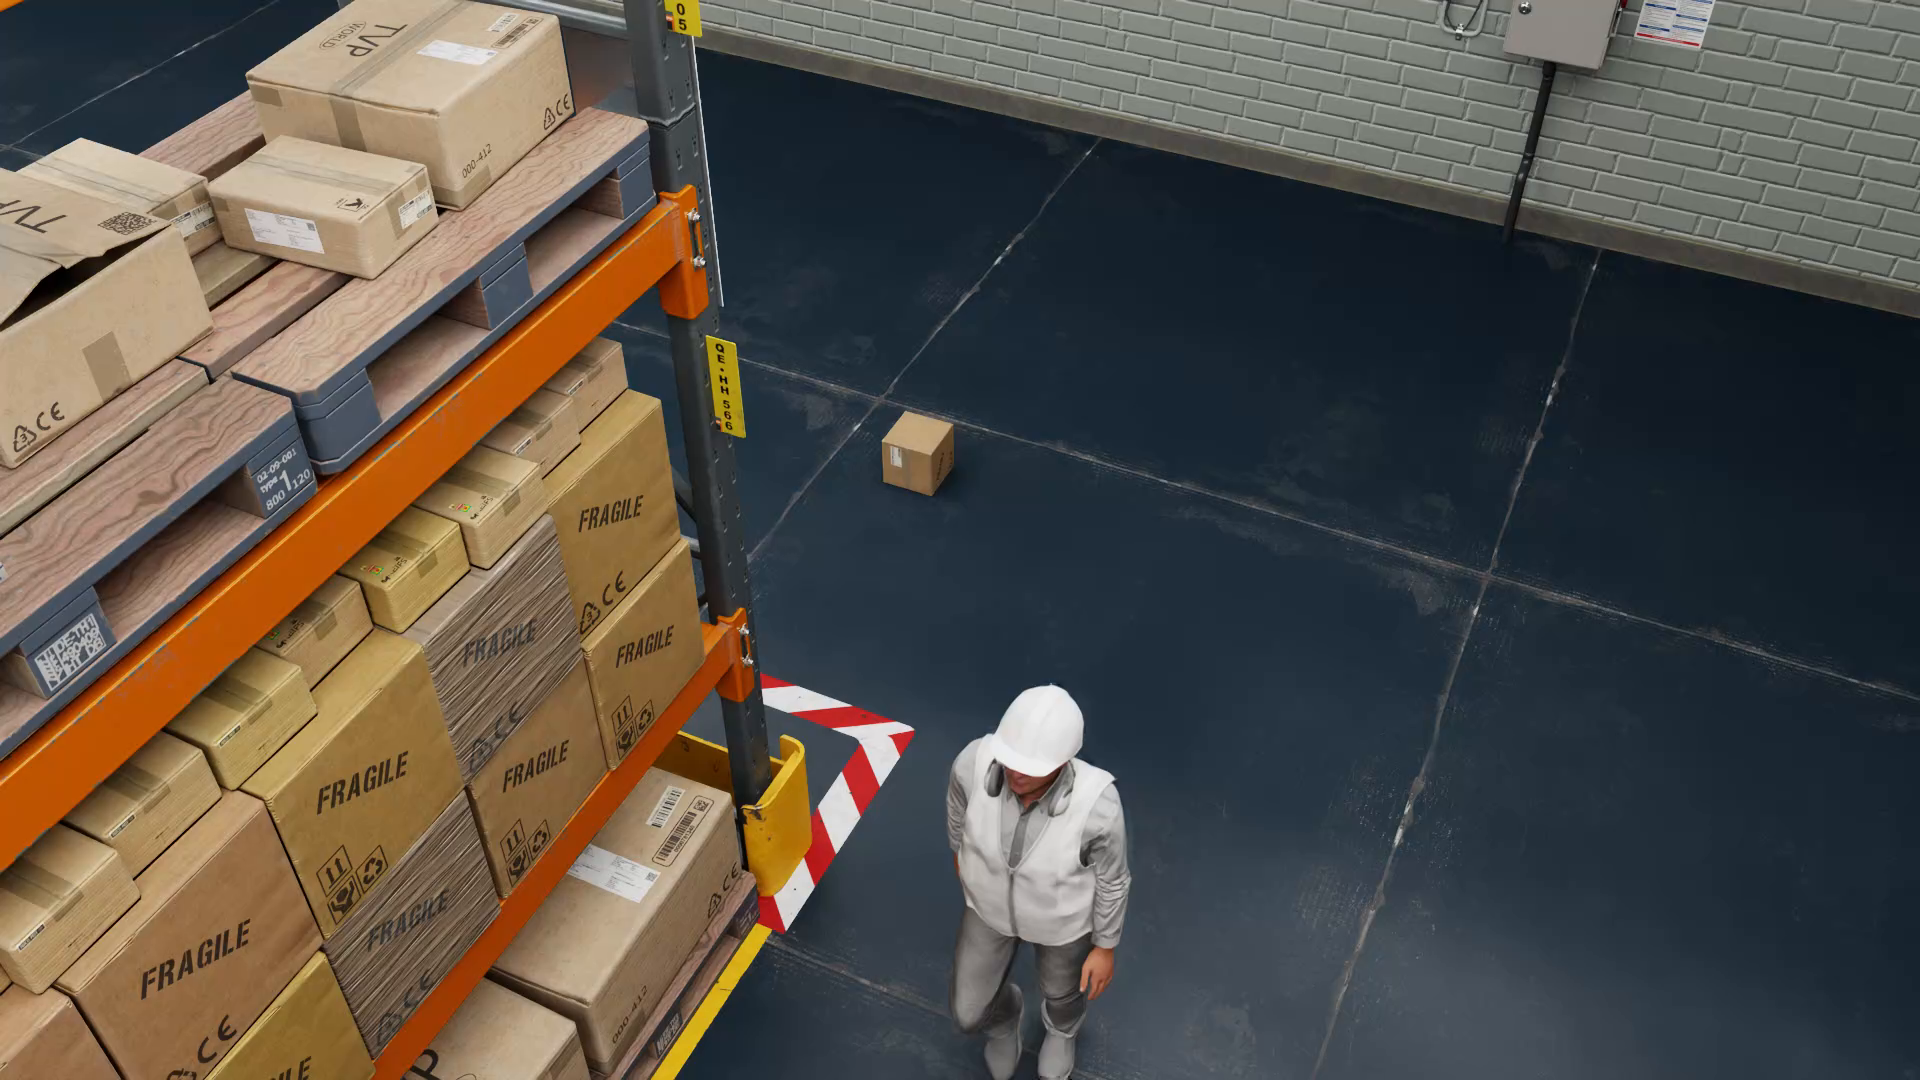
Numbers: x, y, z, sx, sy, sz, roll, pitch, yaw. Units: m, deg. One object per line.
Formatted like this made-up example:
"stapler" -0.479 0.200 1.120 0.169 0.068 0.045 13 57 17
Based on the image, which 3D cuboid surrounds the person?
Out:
"person" 0.205 1.079 4.917 0.589 1.797 0.504 14 44 15
